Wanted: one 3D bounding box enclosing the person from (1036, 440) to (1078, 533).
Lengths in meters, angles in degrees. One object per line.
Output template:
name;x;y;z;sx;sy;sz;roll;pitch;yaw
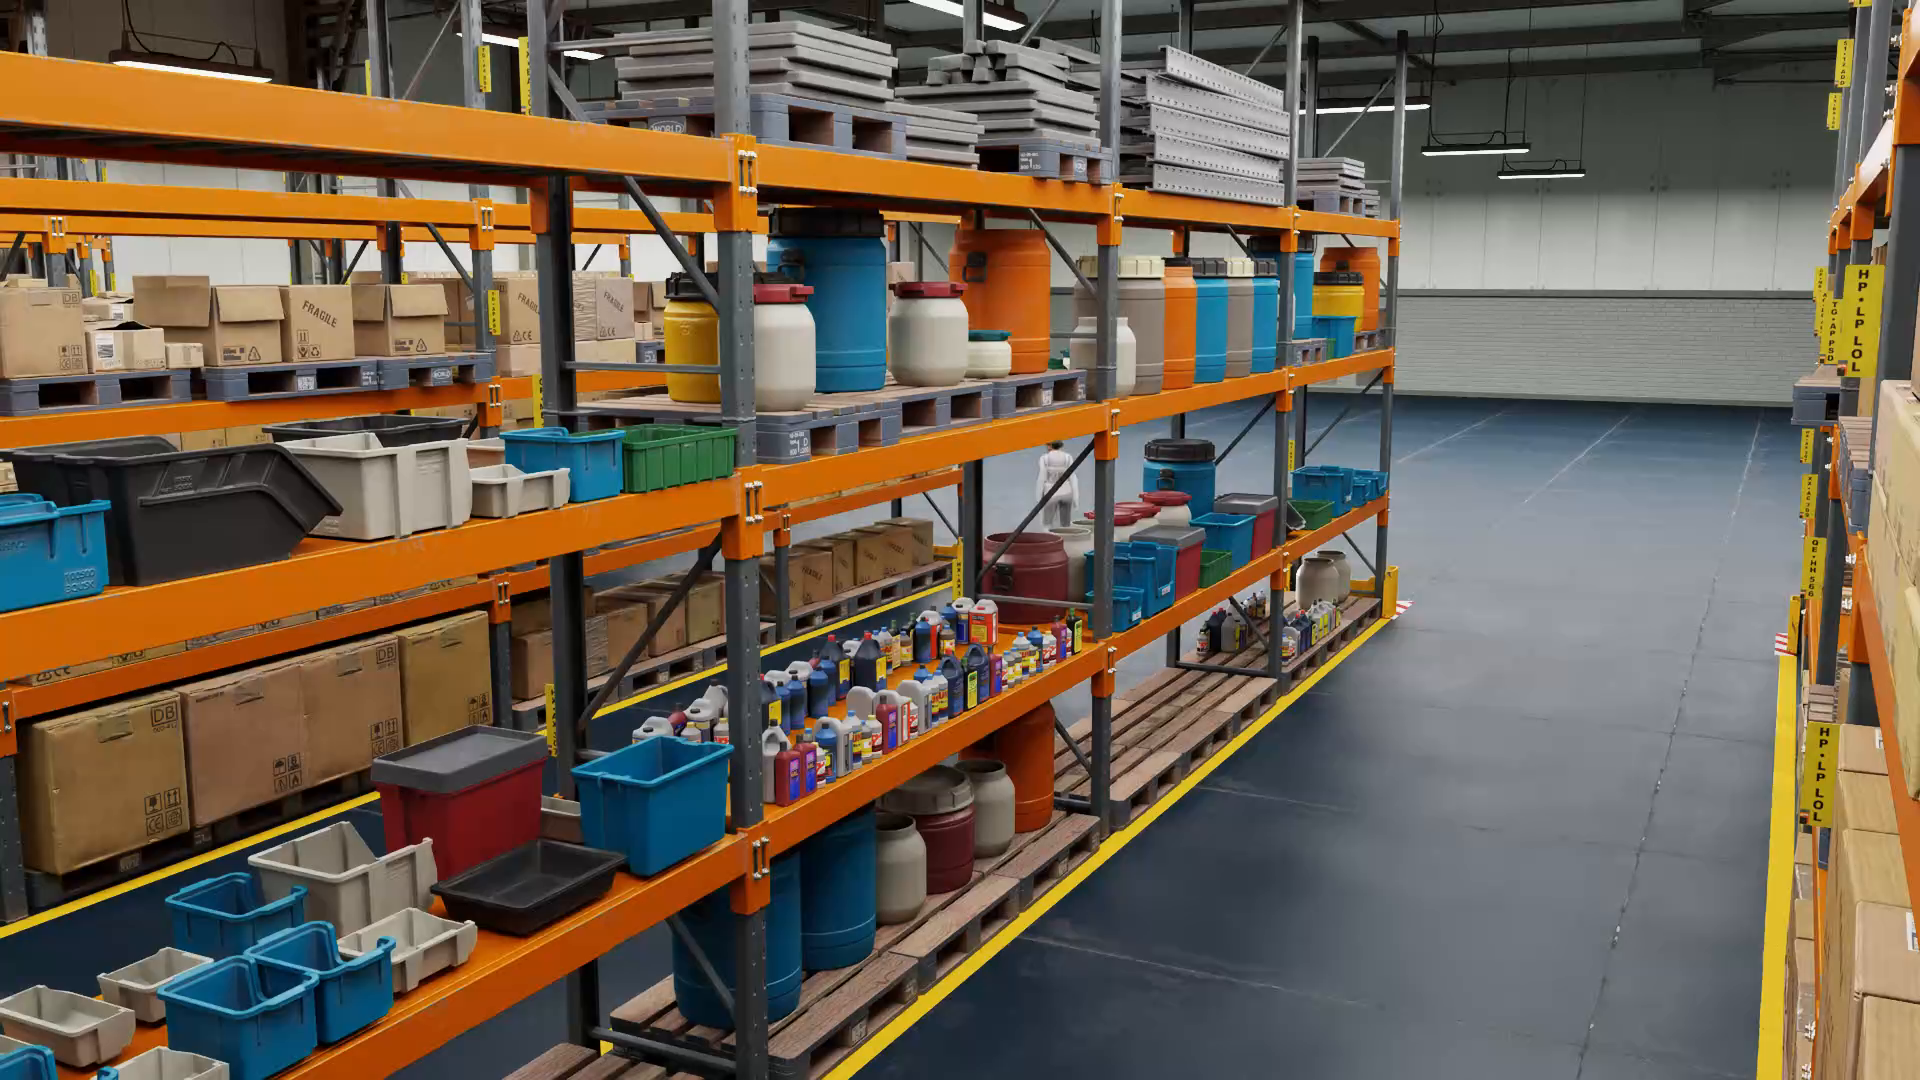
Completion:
person;1.193;-0.496;20.322;0.536;1.647;0.553;-2;9;-10
